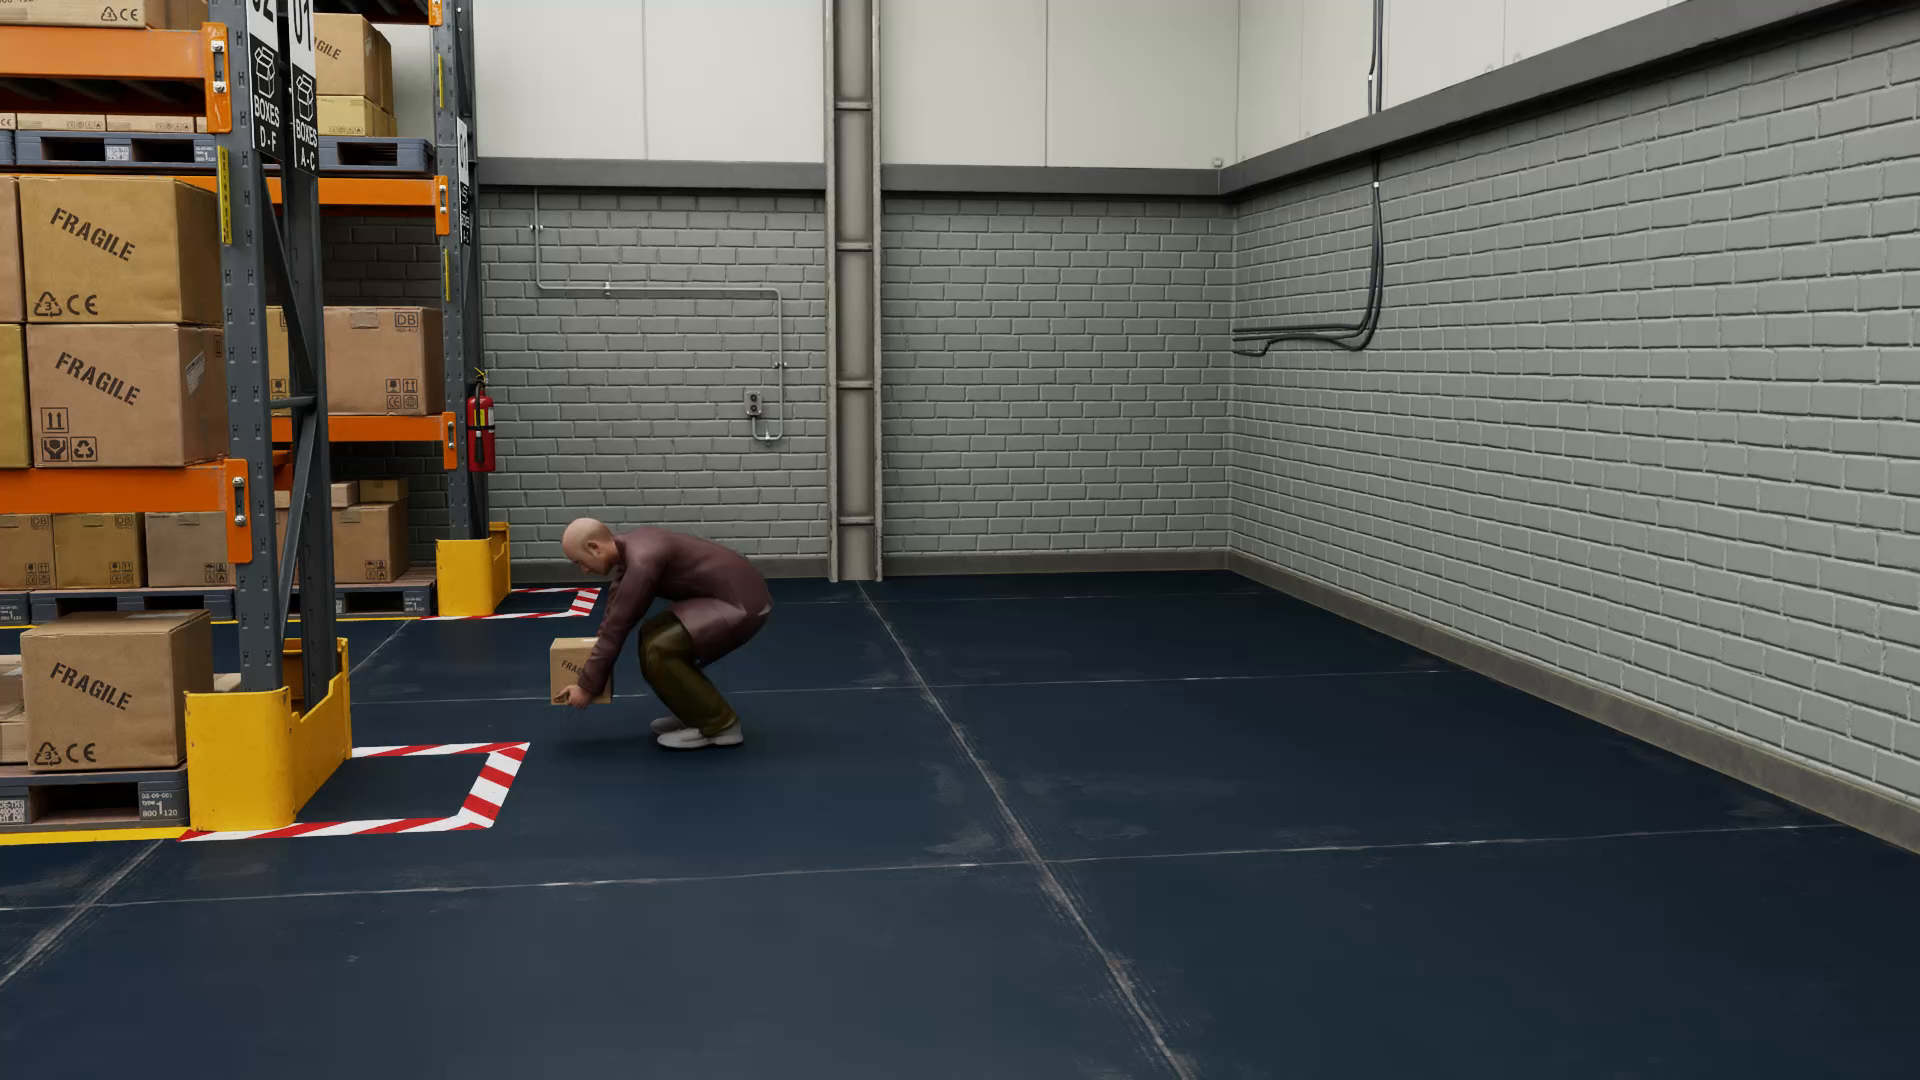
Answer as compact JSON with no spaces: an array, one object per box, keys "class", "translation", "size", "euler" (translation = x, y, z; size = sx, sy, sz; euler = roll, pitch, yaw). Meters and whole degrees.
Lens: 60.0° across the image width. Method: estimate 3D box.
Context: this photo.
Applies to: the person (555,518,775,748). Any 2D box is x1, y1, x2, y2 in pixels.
[{"class":"person","translation":[-1.286,0.396,7.277],"size":[0.945,0.991,0.583],"euler":[-1,6,-10]}]
